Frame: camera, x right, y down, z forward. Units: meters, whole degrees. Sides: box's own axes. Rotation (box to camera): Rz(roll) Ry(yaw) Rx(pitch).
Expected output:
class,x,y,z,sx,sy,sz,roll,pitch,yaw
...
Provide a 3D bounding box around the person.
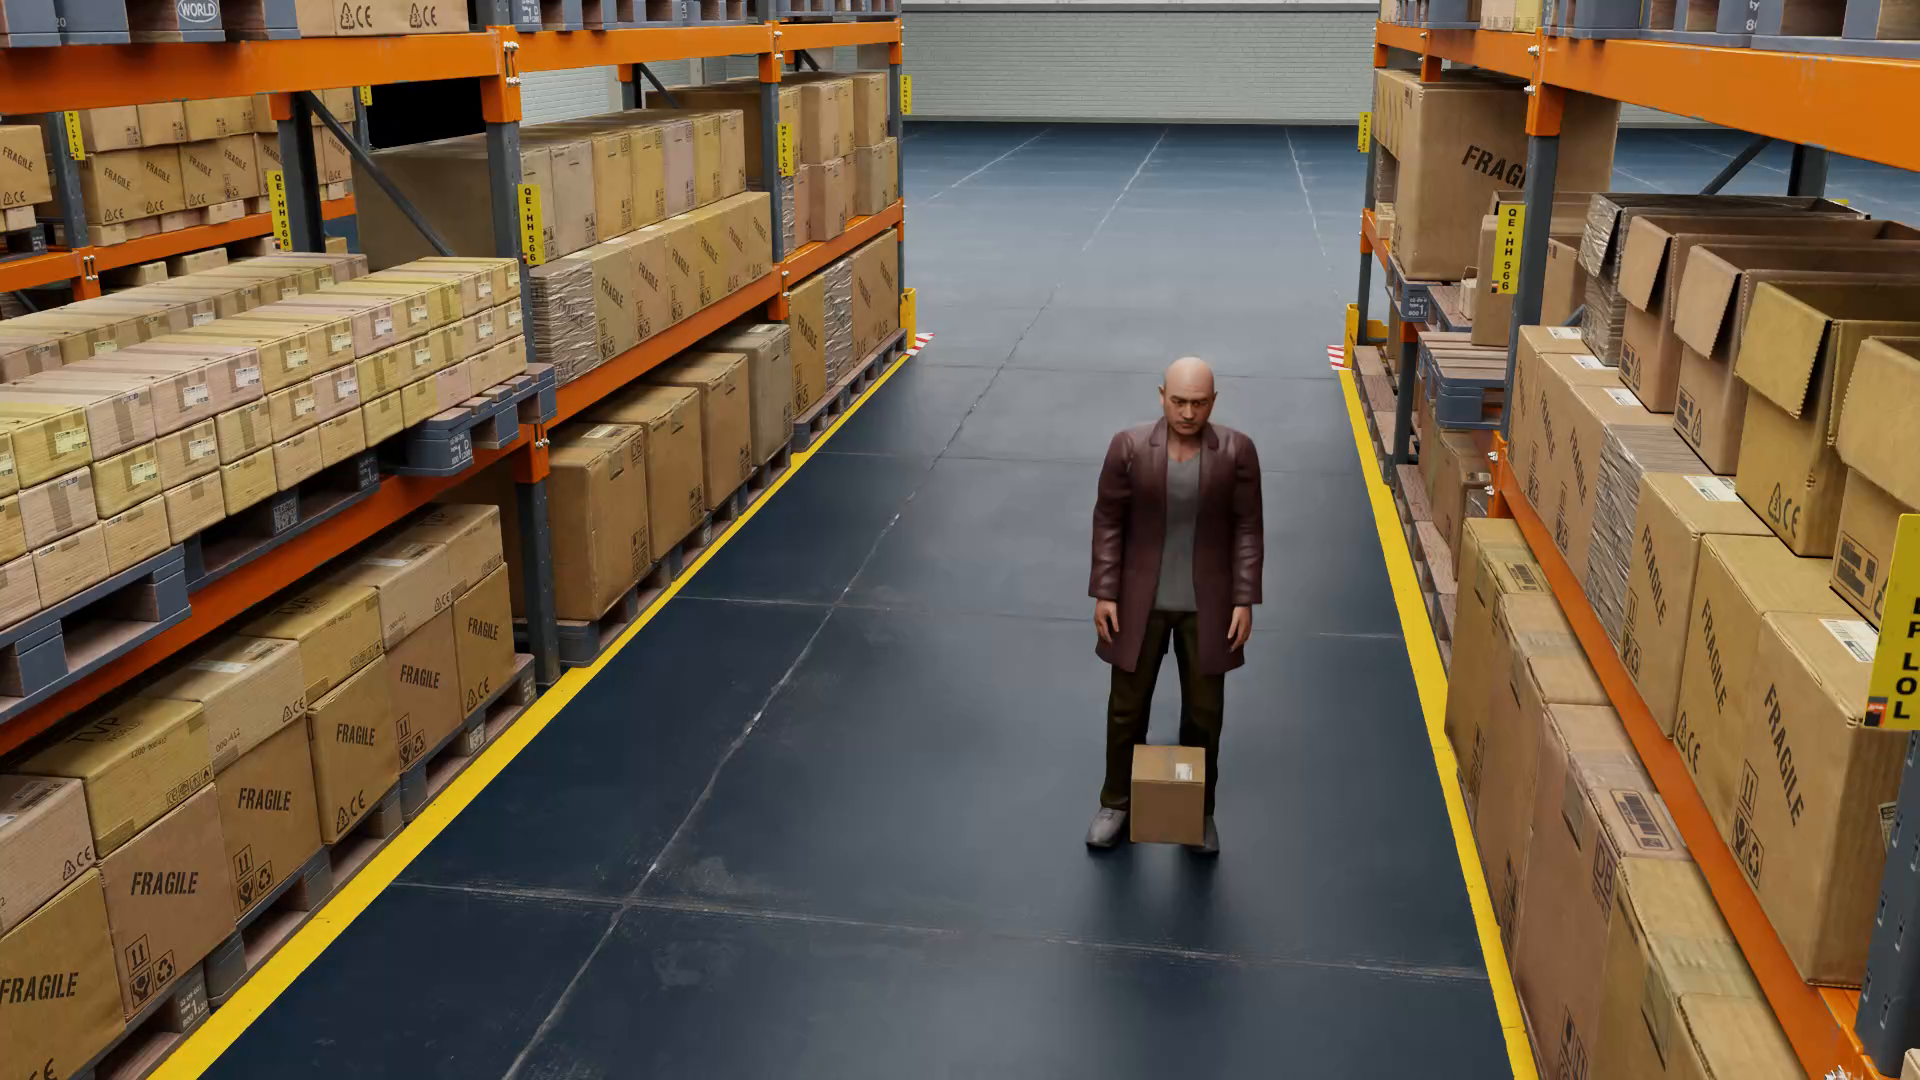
class,x,y,z,sx,sy,sz,roll,pitch,yaw
person,0.756,0.226,5.864,0.606,1.775,0.425,2,18,7
